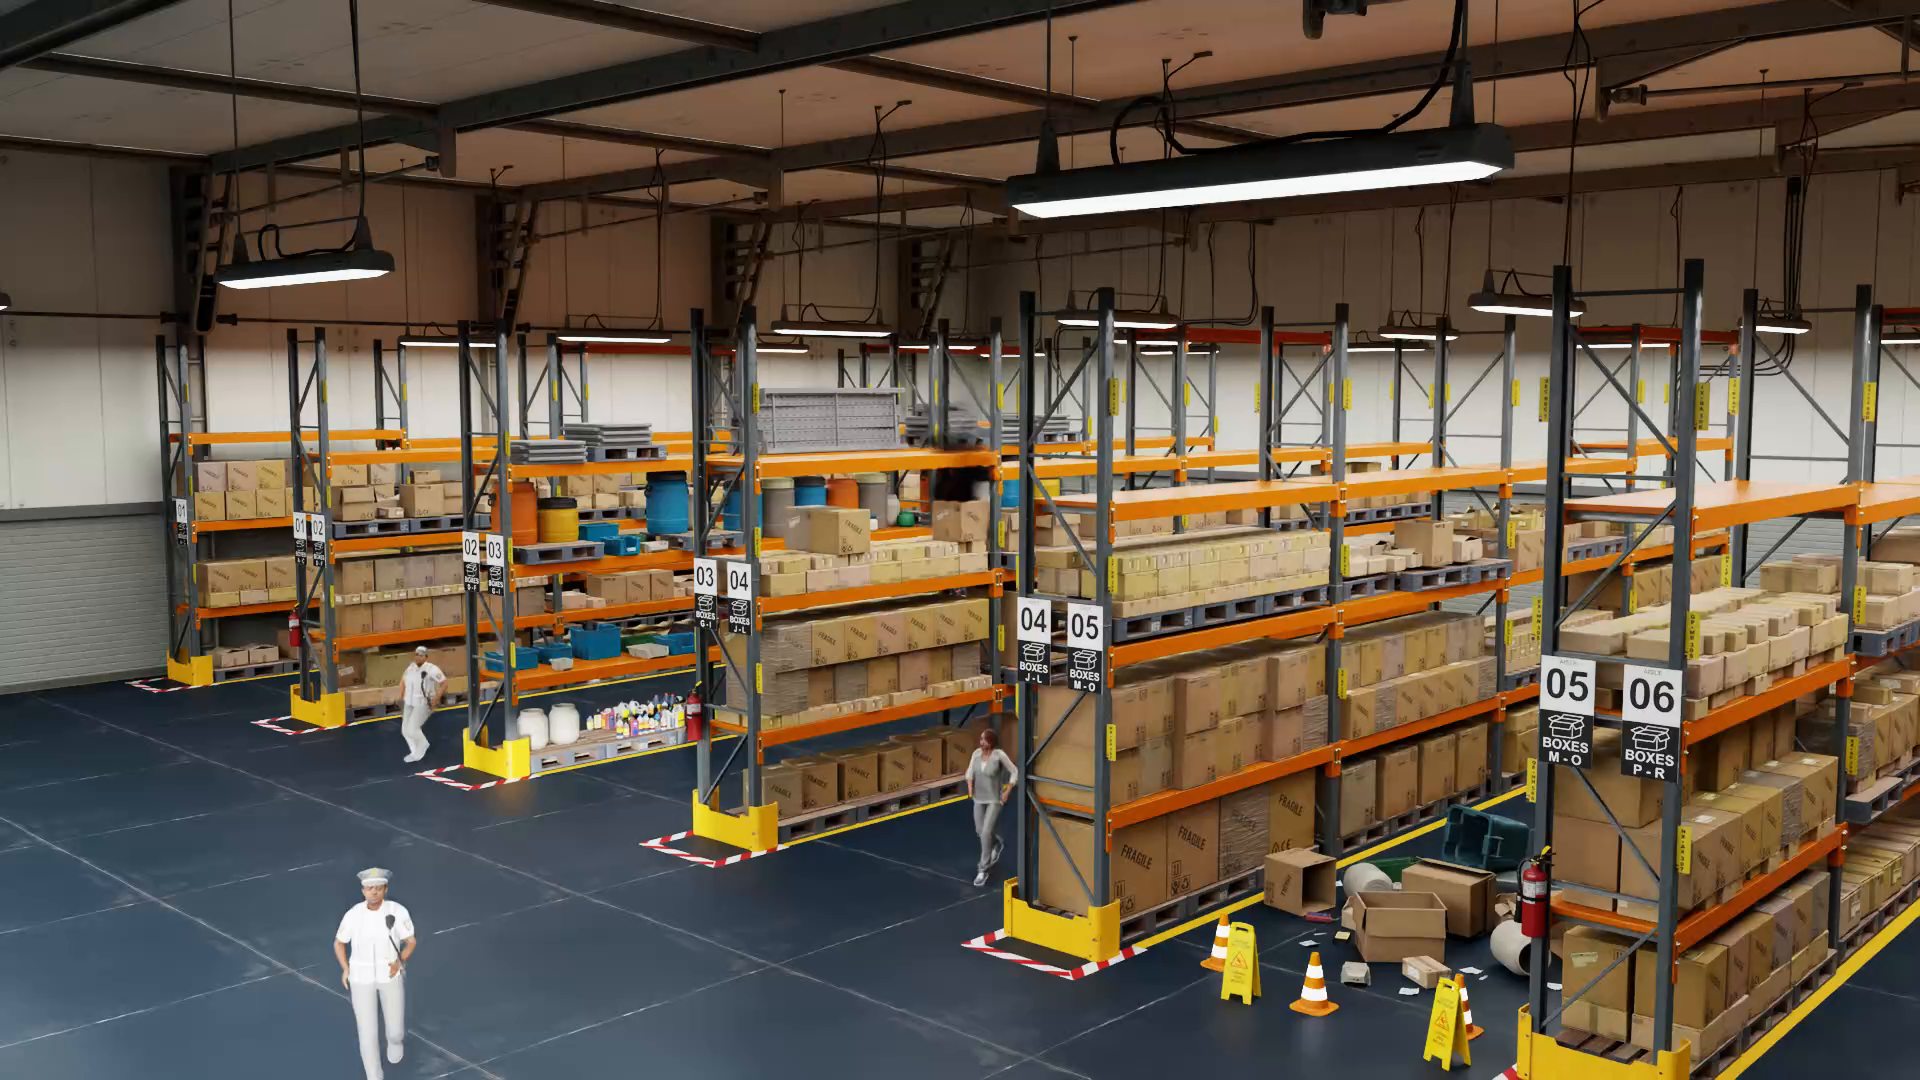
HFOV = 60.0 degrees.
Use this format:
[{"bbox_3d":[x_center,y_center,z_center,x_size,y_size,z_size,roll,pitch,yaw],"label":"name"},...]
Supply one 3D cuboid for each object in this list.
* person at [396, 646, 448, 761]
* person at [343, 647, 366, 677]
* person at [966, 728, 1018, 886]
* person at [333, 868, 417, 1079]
[{"bbox_3d":[-7.365,2.241,22.625,0.665,1.611,0.557,2,6,23],"label":"person"},{"bbox_3d":[-10.085,1.717,27.542,0.614,1.707,0.854,4,7,38],"label":"person"},{"bbox_3d":[0.328,2.754,17.404,0.567,1.592,0.744,3,6,28],"label":"person"},{"bbox_3d":[-4.279,3.196,12.183,0.580,1.654,0.701,-2,6,-17],"label":"person"}]
